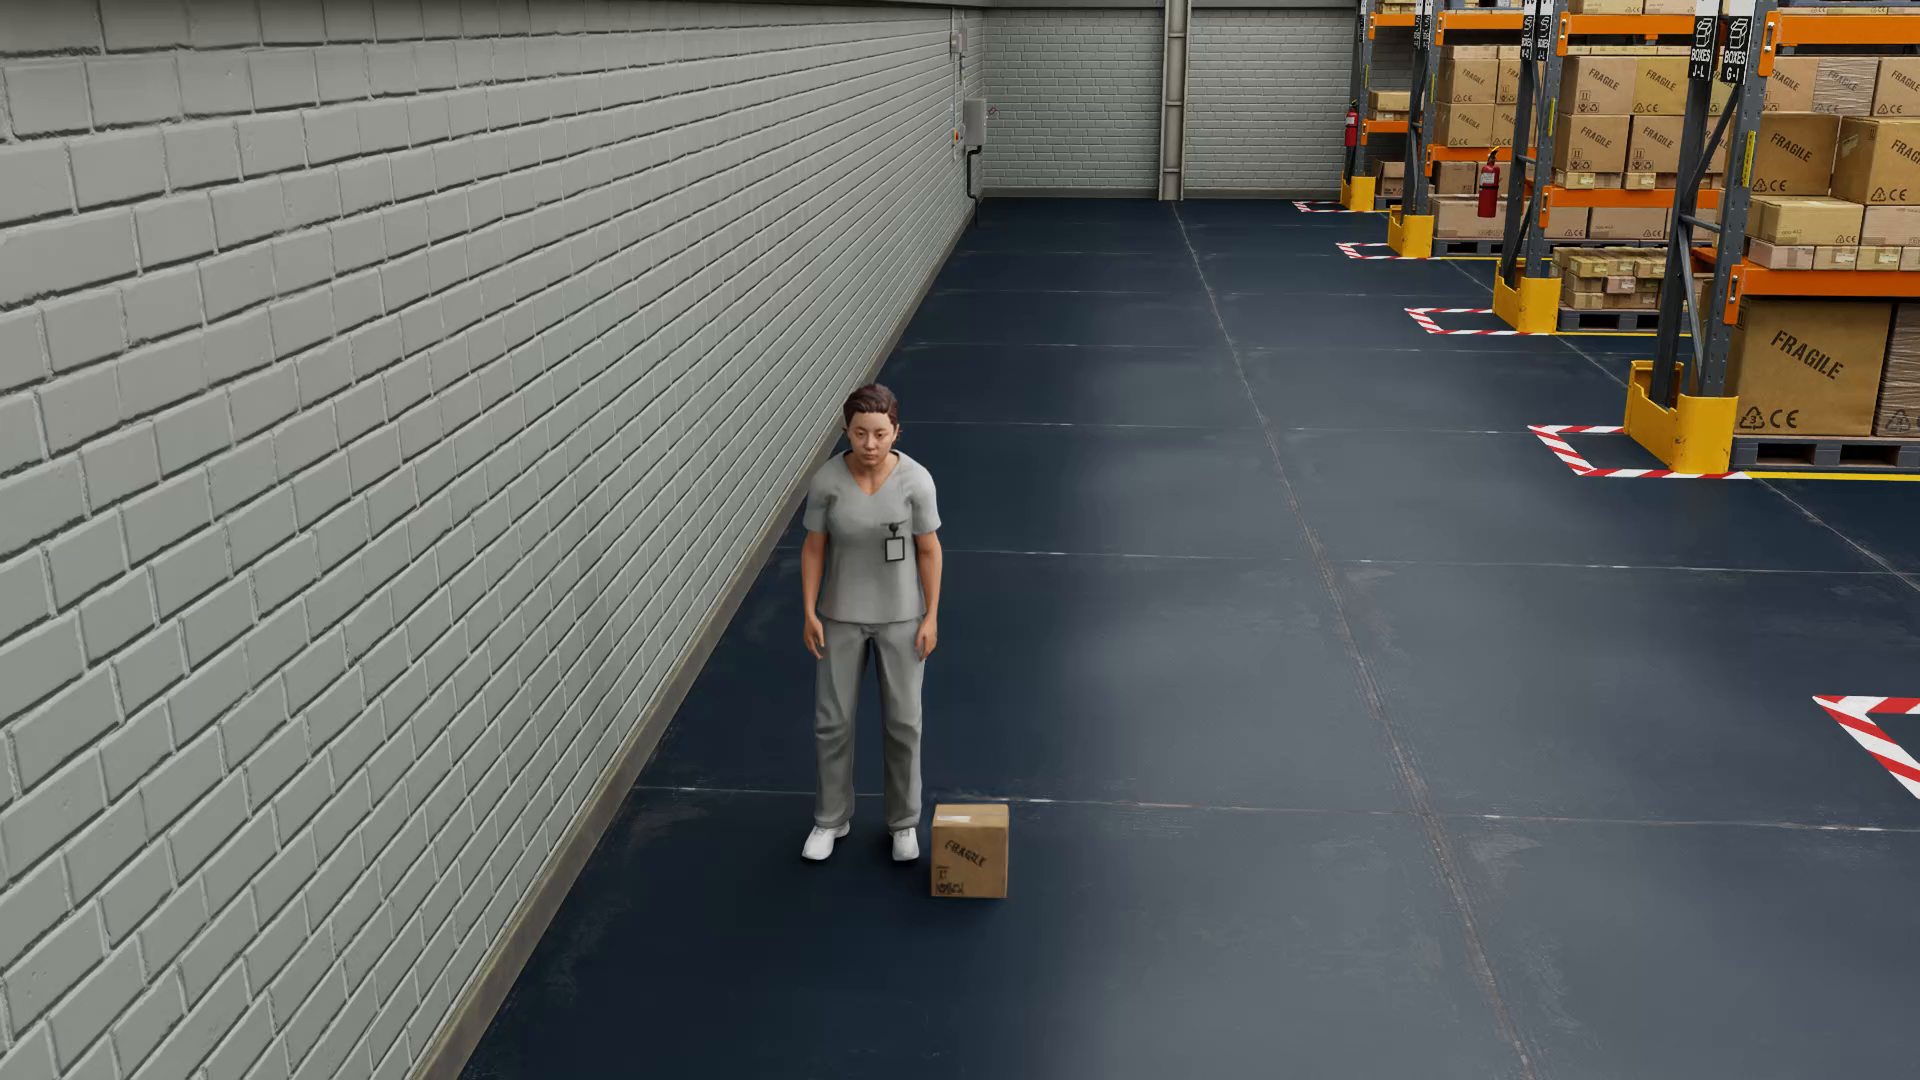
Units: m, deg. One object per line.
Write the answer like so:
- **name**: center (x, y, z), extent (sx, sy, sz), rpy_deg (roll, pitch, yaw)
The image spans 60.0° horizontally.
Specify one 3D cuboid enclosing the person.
- **person**: center (-0.304, 0.280, 5.668), extent (0.487, 1.673, 0.356), rpy_deg (1, 18, 2)
